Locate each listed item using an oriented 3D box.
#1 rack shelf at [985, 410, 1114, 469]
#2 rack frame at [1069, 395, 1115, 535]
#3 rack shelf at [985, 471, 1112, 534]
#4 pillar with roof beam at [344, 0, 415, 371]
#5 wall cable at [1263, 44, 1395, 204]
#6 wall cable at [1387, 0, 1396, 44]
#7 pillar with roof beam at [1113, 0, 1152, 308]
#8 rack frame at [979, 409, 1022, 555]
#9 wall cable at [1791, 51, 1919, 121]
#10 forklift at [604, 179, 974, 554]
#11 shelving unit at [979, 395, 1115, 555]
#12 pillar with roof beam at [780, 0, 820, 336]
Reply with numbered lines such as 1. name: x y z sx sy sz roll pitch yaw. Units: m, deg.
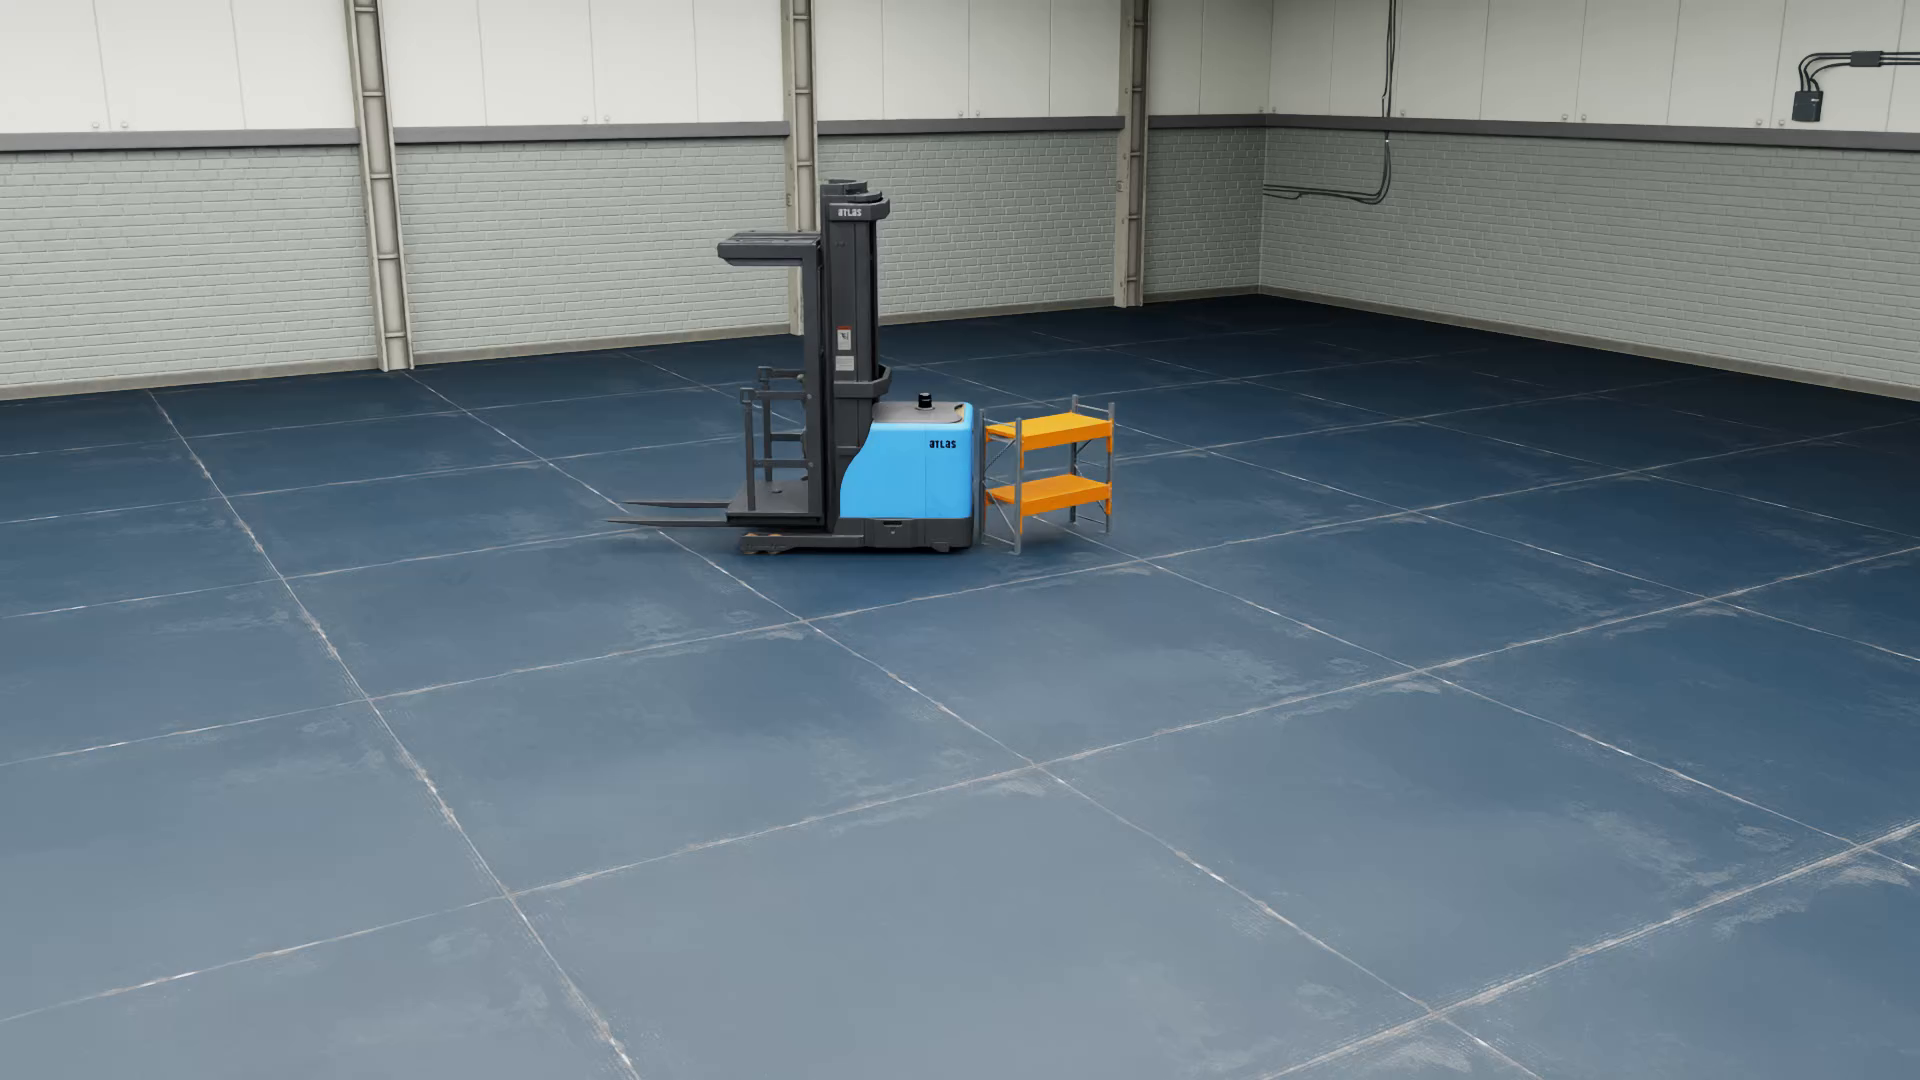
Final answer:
1. rack shelf: 0.721 -0.839 13.733 1.000 0.278 0.538 -12 20 -37
2. rack frame: 1.118 -0.642 14.118 0.032 1.125 0.500 -12 20 -37
3. rack shelf: 0.721 -0.321 13.878 1.000 0.278 0.538 -12 20 -37
4. pillar with roof beam: -5.244 -5.610 17.252 0.400 9.000 9.100 -9 18 -30
5. wall cable: 6.031 -6.883 27.545 0.112 2.526 3.097 -9 18 -30
6. wall cable: 7.425 -8.689 24.630 0.112 2.526 3.097 -9 18 -30
7. pillar with roof beam: 5.042 -7.278 23.203 0.400 9.000 9.100 -9 18 -30
8. rack frame: 0.324 -0.471 13.506 0.032 1.125 0.500 -12 20 -37
9. wall cable: 10.907 -7.817 18.823 0.169 6.003 2.305 -9 18 -30
10. forklift: -1.403 -1.436 13.602 3.031 2.935 1.130 0 16 2
11. shelving unit: 0.721 -0.557 13.812 1.048 1.125 0.538 -12 20 -37
12. pillar with roof beam: -0.101 -6.444 20.227 0.400 9.000 9.100 -9 18 -30
